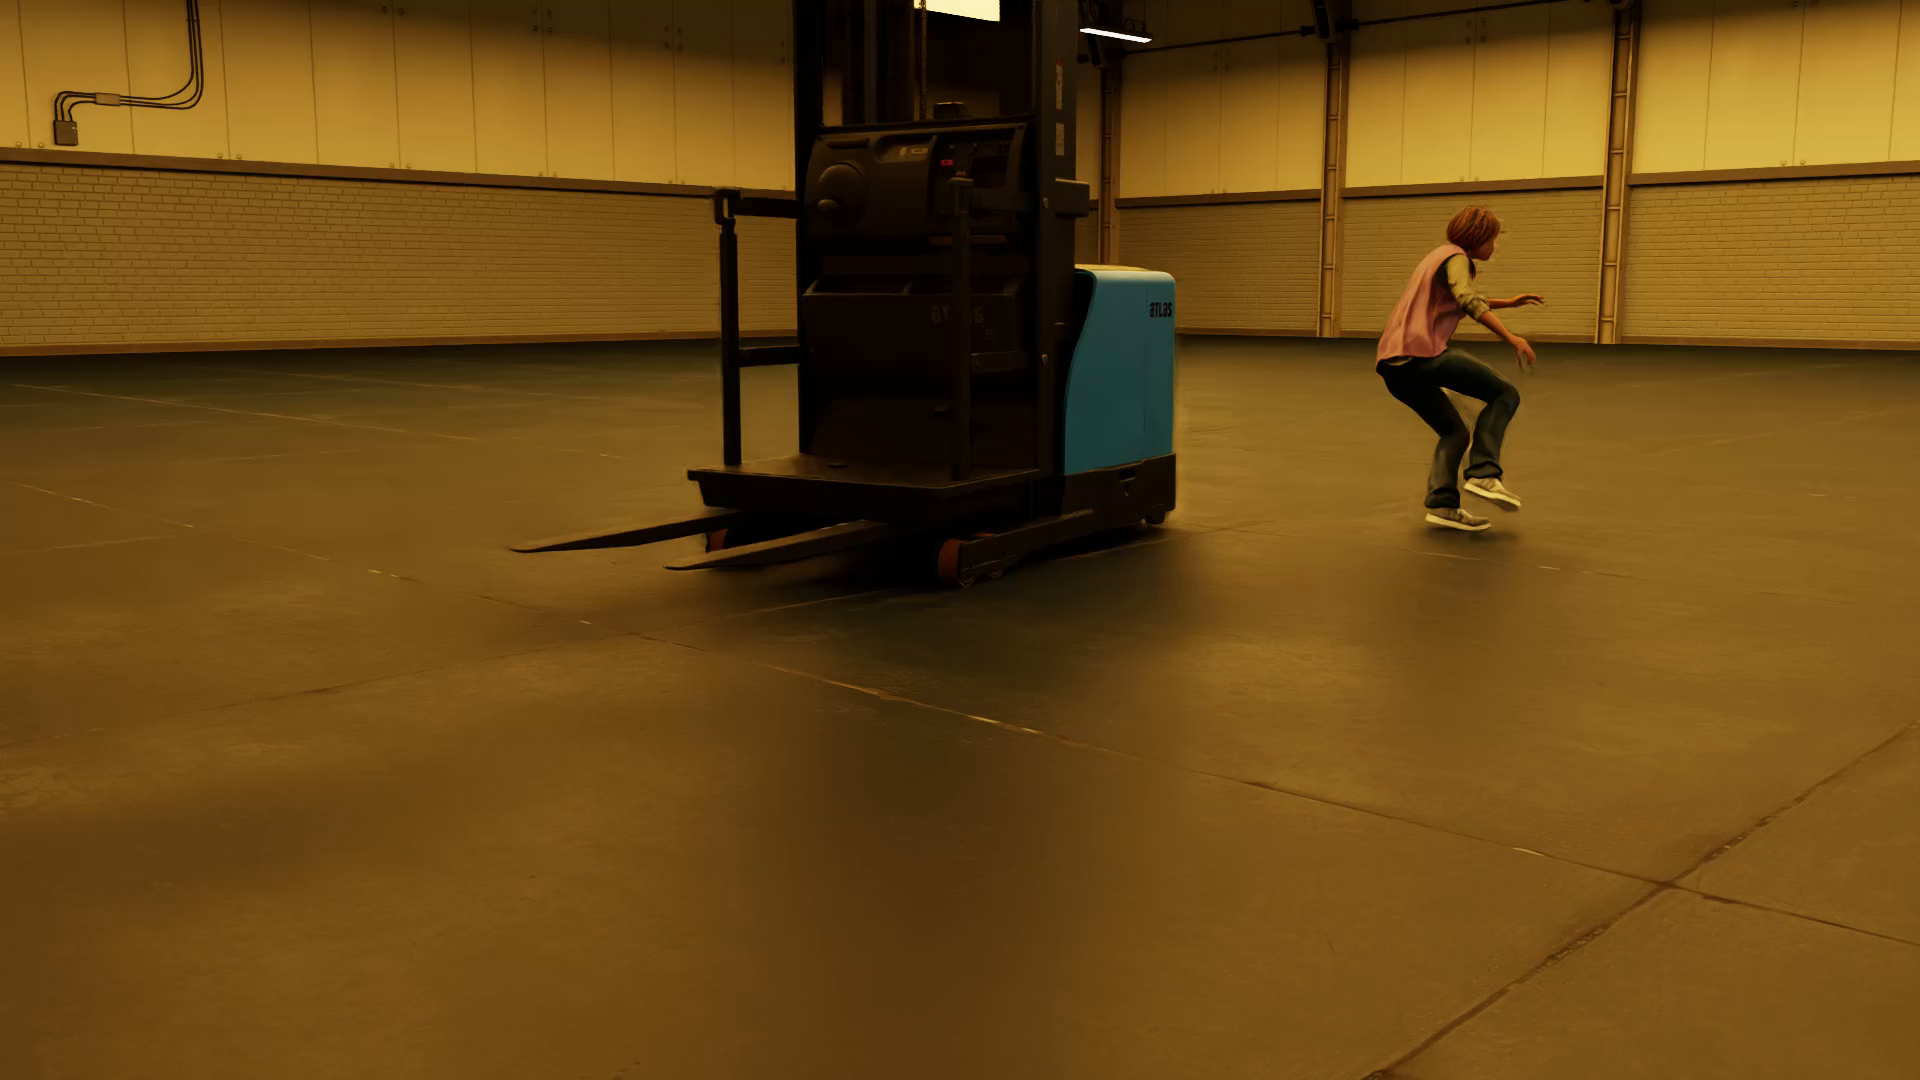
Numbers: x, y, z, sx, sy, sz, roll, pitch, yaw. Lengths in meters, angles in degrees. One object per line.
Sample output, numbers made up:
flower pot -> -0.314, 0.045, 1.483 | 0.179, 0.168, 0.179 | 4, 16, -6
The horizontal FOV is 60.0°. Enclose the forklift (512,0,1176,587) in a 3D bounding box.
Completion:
forklift -> -0.281, -1.366, 5.948 | 1.130, 2.935, 3.031 | 5, 10, 31

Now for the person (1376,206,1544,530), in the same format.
person -> 2.240, -0.760, 7.239 | 0.817, 1.376, 0.823 | -2, 9, -15
